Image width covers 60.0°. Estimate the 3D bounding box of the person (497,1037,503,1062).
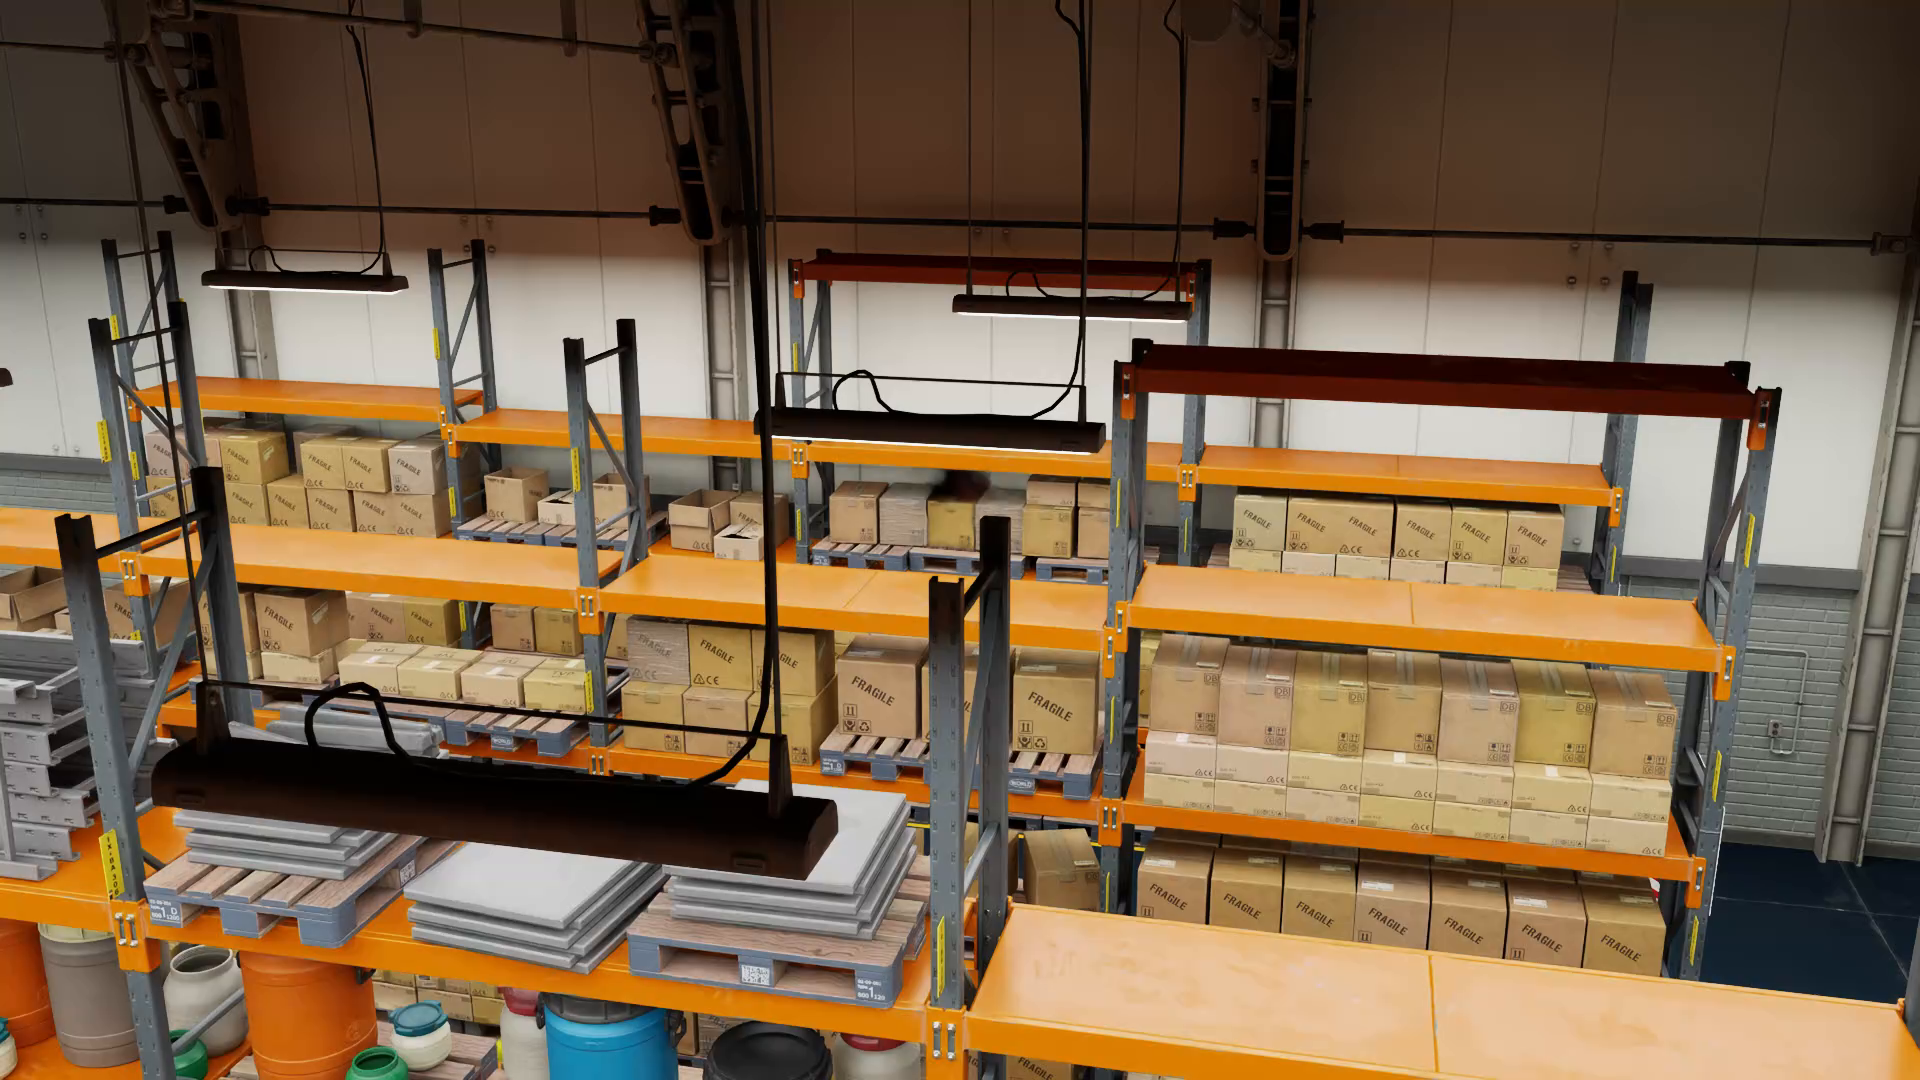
[{"bbox_3d":[-3.004,4.074,11.332,0.574,1.762,0.599,-5,17,-17],"label":"person"}]
